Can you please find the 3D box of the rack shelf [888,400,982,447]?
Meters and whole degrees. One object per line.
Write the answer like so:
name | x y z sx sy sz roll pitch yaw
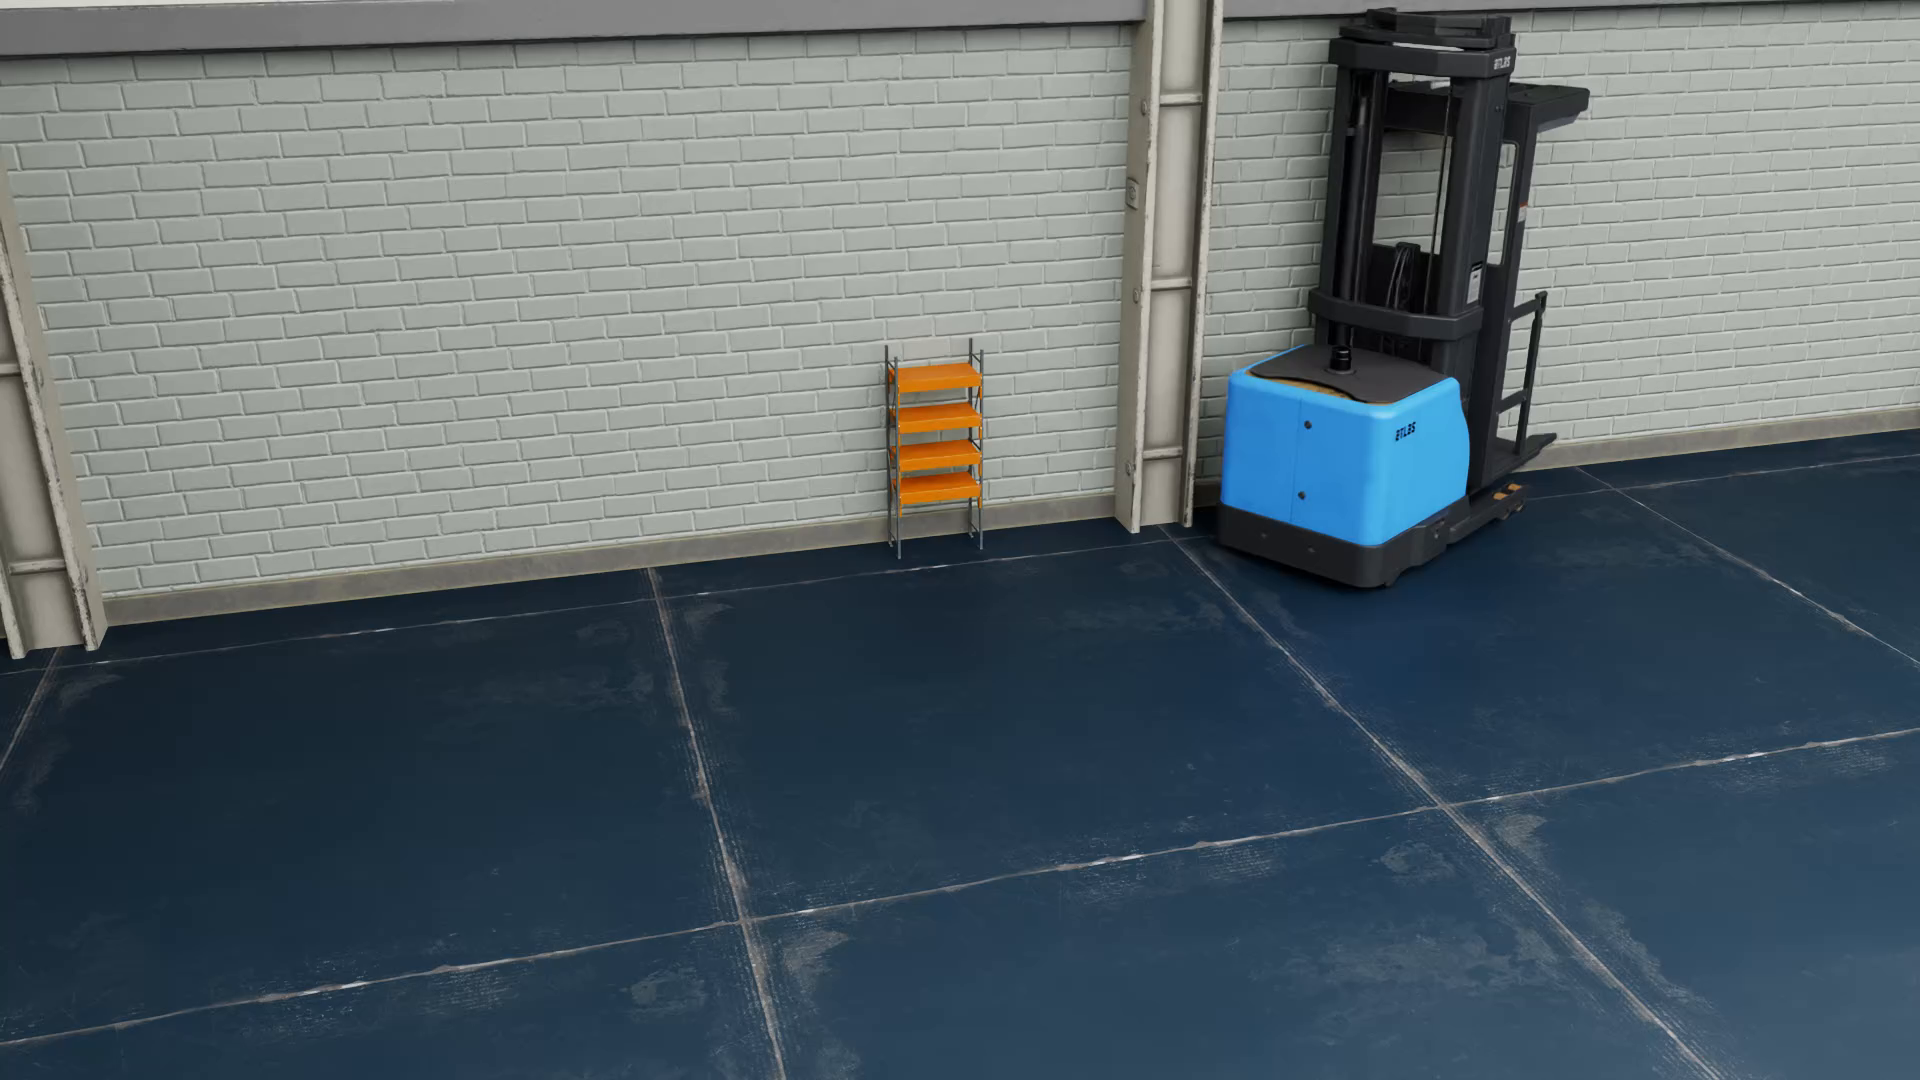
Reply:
rack shelf | -0.144 -0.658 9.364 0.480 0.148 0.258 -7 24 -15

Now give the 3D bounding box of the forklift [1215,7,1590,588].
forklift | 2.830 -1.586 9.729 1.130 2.935 3.031 20 30 38

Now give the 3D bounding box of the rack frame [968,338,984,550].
rack frame | 0.091 -0.541 9.488 0.015 1.200 0.240 -7 24 -15

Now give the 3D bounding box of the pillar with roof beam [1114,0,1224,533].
pillar with roof beam | 2.324 -2.621 4.446 0.400 9.000 9.100 -6 24 -14

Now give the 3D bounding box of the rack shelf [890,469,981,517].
rack shelf | -0.144 -0.270 9.531 0.480 0.148 0.258 -7 24 -15

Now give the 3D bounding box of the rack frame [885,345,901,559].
rack frame | -0.378 -0.487 9.363 0.015 1.200 0.240 -7 24 -15

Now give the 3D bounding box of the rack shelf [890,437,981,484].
rack shelf | -0.144 -0.452 9.453 0.480 0.148 0.258 -7 24 -15

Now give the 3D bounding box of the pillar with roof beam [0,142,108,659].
pillar with roof beam | -3.453 -1.982 2.956 0.400 9.000 9.100 -6 24 -14

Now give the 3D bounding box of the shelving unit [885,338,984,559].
shelving unit | -0.144 -0.514 9.426 0.503 1.200 0.258 -7 24 -15

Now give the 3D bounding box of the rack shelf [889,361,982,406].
rack shelf | -0.144 -0.875 9.270 0.480 0.148 0.258 -7 24 -15
